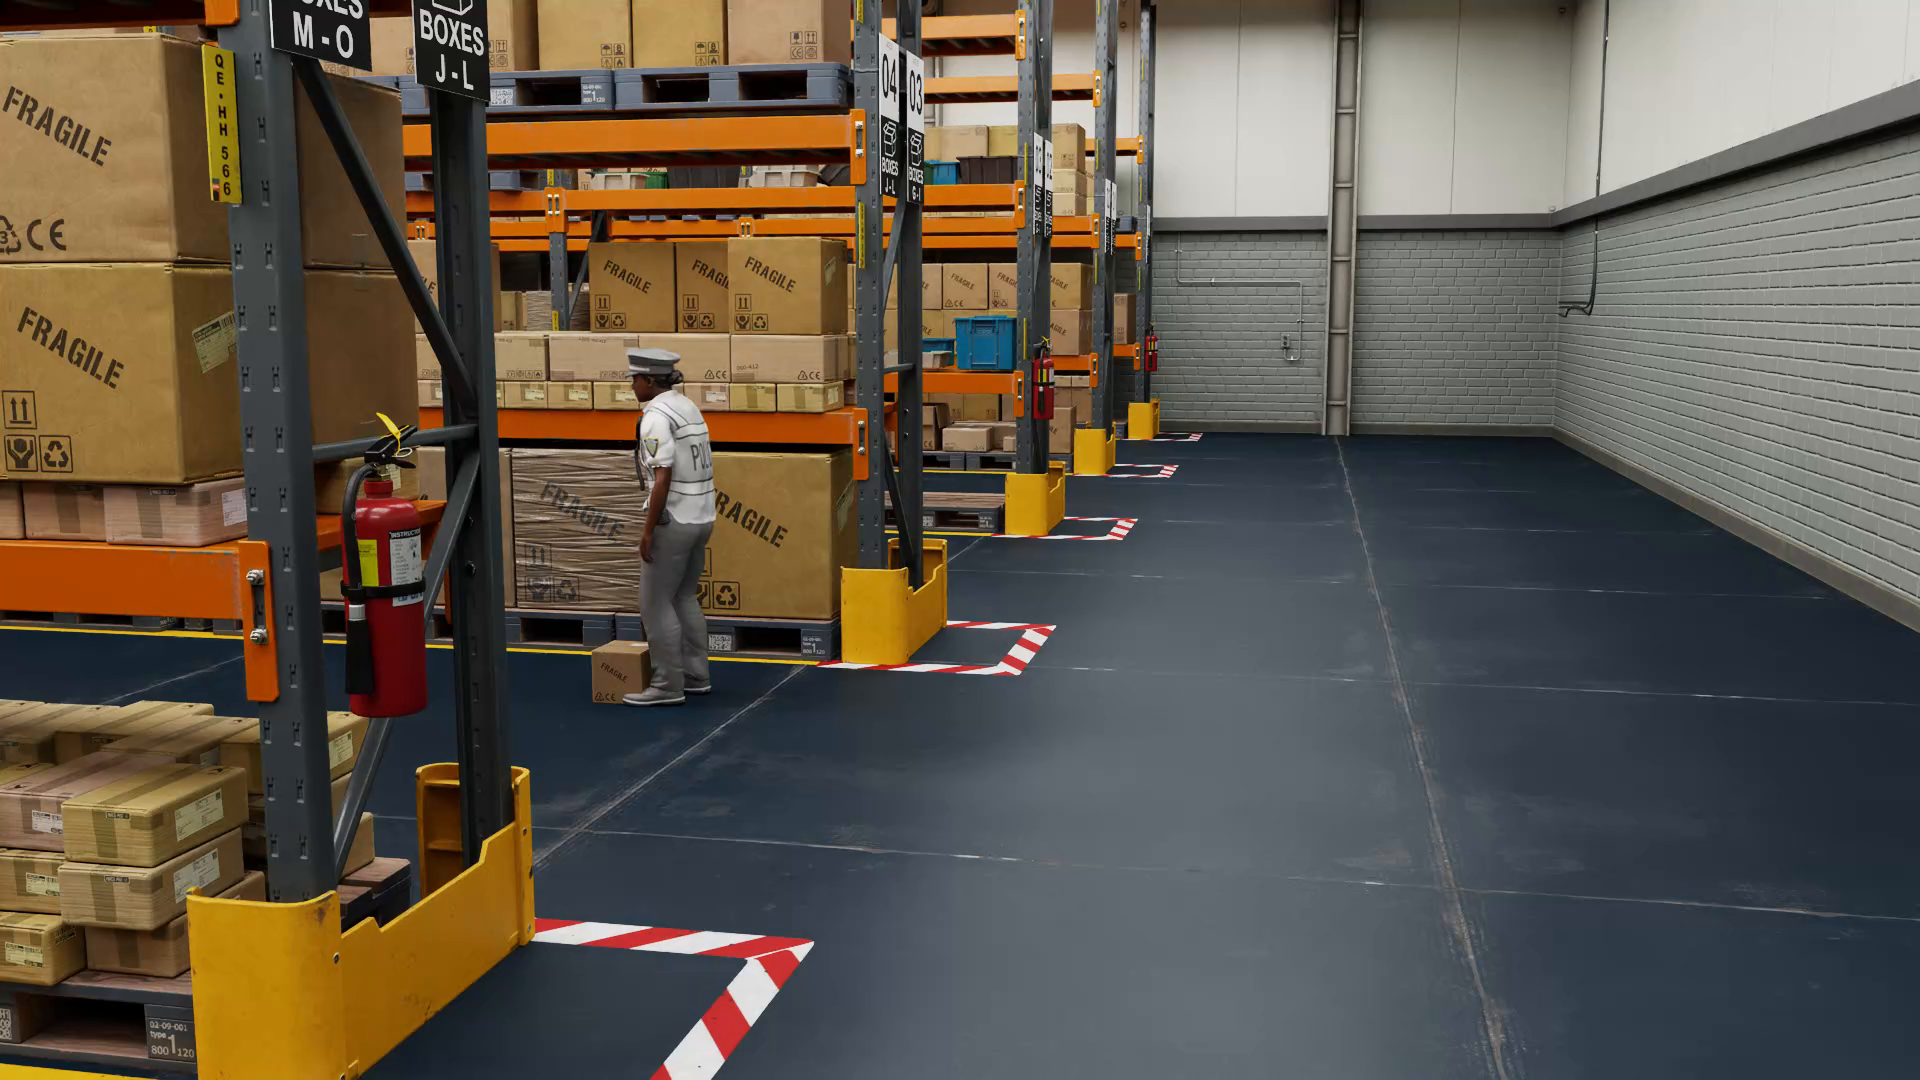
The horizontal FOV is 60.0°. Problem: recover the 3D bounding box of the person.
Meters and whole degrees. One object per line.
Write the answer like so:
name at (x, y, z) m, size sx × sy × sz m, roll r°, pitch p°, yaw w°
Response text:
person at (-1.357, -0.064, 7.771) m, size 0.415 × 1.660 × 0.506 m, roll 2°, pitch 8°, yaw 12°
